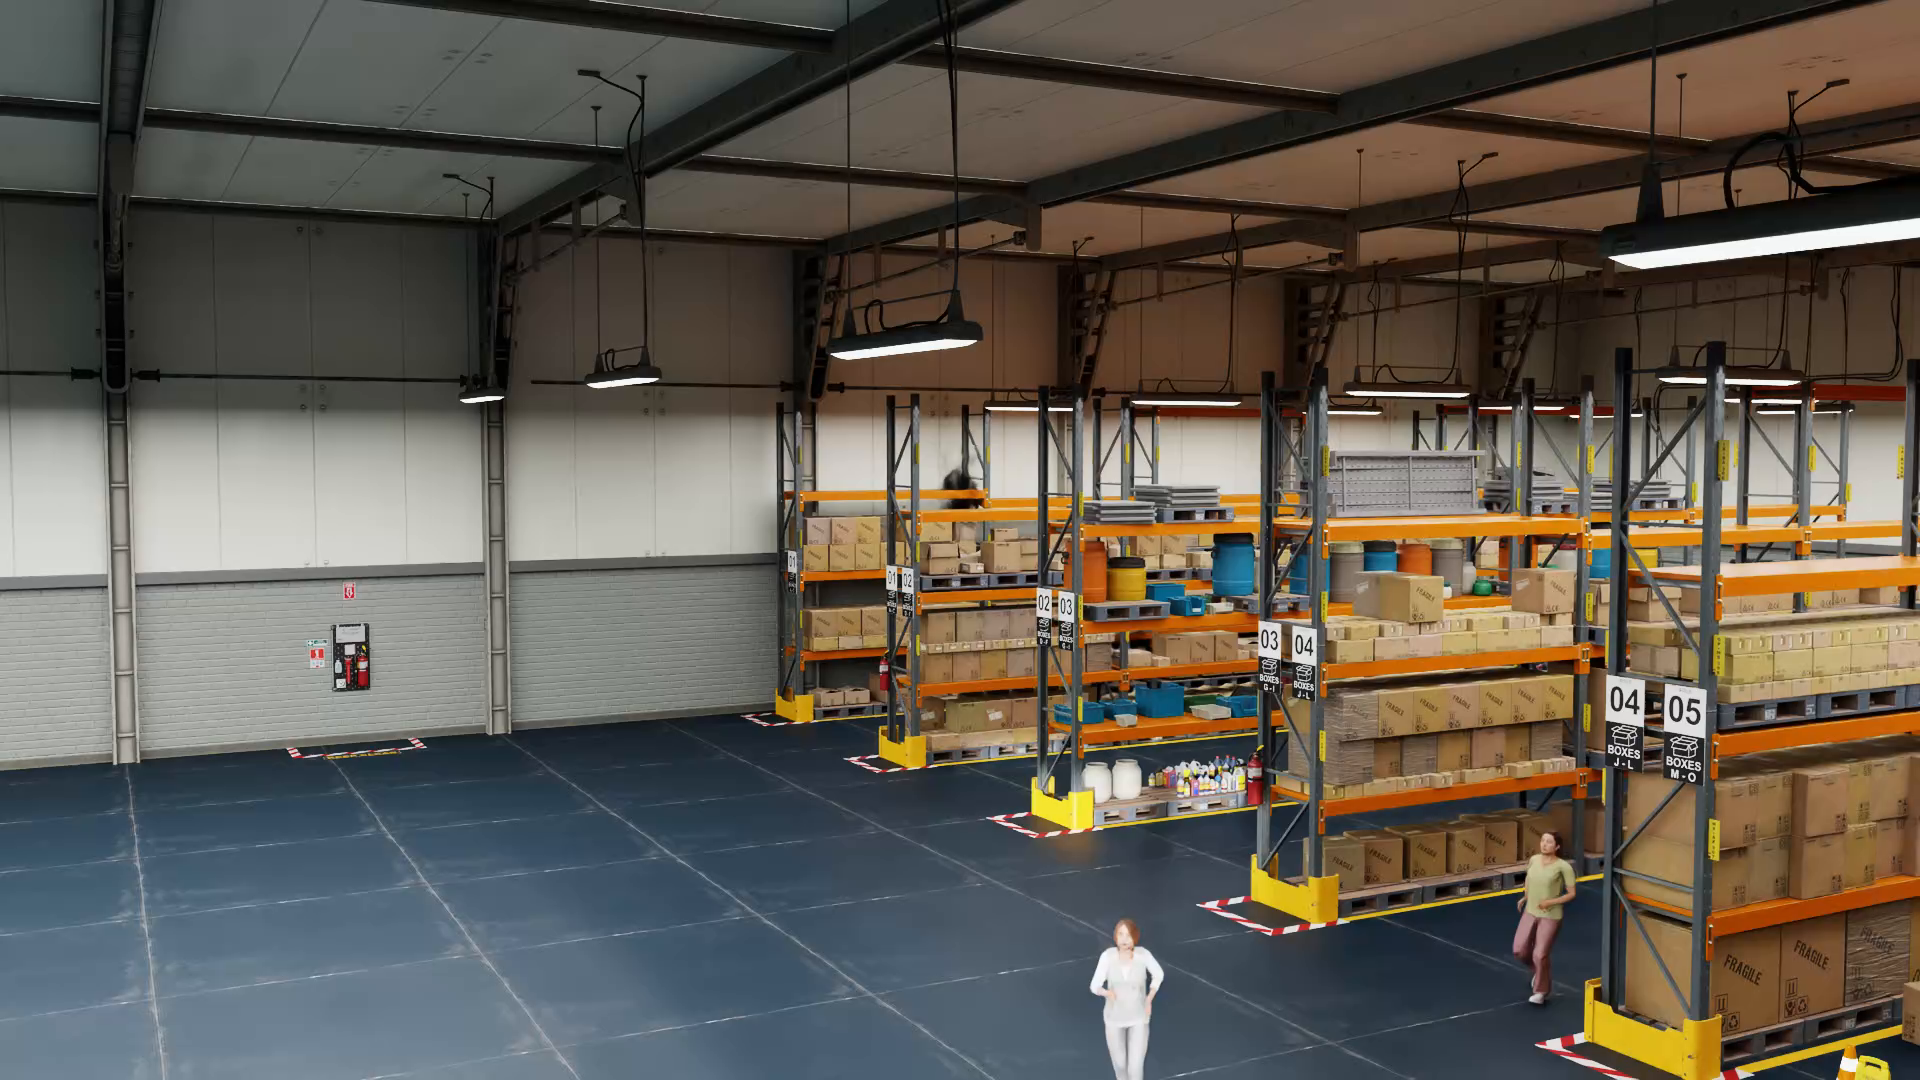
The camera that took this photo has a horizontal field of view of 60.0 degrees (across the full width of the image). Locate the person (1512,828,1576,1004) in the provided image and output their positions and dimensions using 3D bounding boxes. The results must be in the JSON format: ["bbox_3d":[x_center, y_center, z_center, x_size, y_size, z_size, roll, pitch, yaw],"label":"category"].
[{"bbox_3d":[5.386,3.478,15.386,0.520,1.619,0.558,-3,4,-41],"label":"person"}]

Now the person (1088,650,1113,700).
[{"bbox_3d":[2.546,2.595,31.240,0.661,1.664,0.586,-2,4,-37],"label":"person"}]

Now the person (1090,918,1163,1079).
[{"bbox_3d":[1.247,3.650,12.512,0.529,1.630,0.683,1,3,13],"label":"person"}]
